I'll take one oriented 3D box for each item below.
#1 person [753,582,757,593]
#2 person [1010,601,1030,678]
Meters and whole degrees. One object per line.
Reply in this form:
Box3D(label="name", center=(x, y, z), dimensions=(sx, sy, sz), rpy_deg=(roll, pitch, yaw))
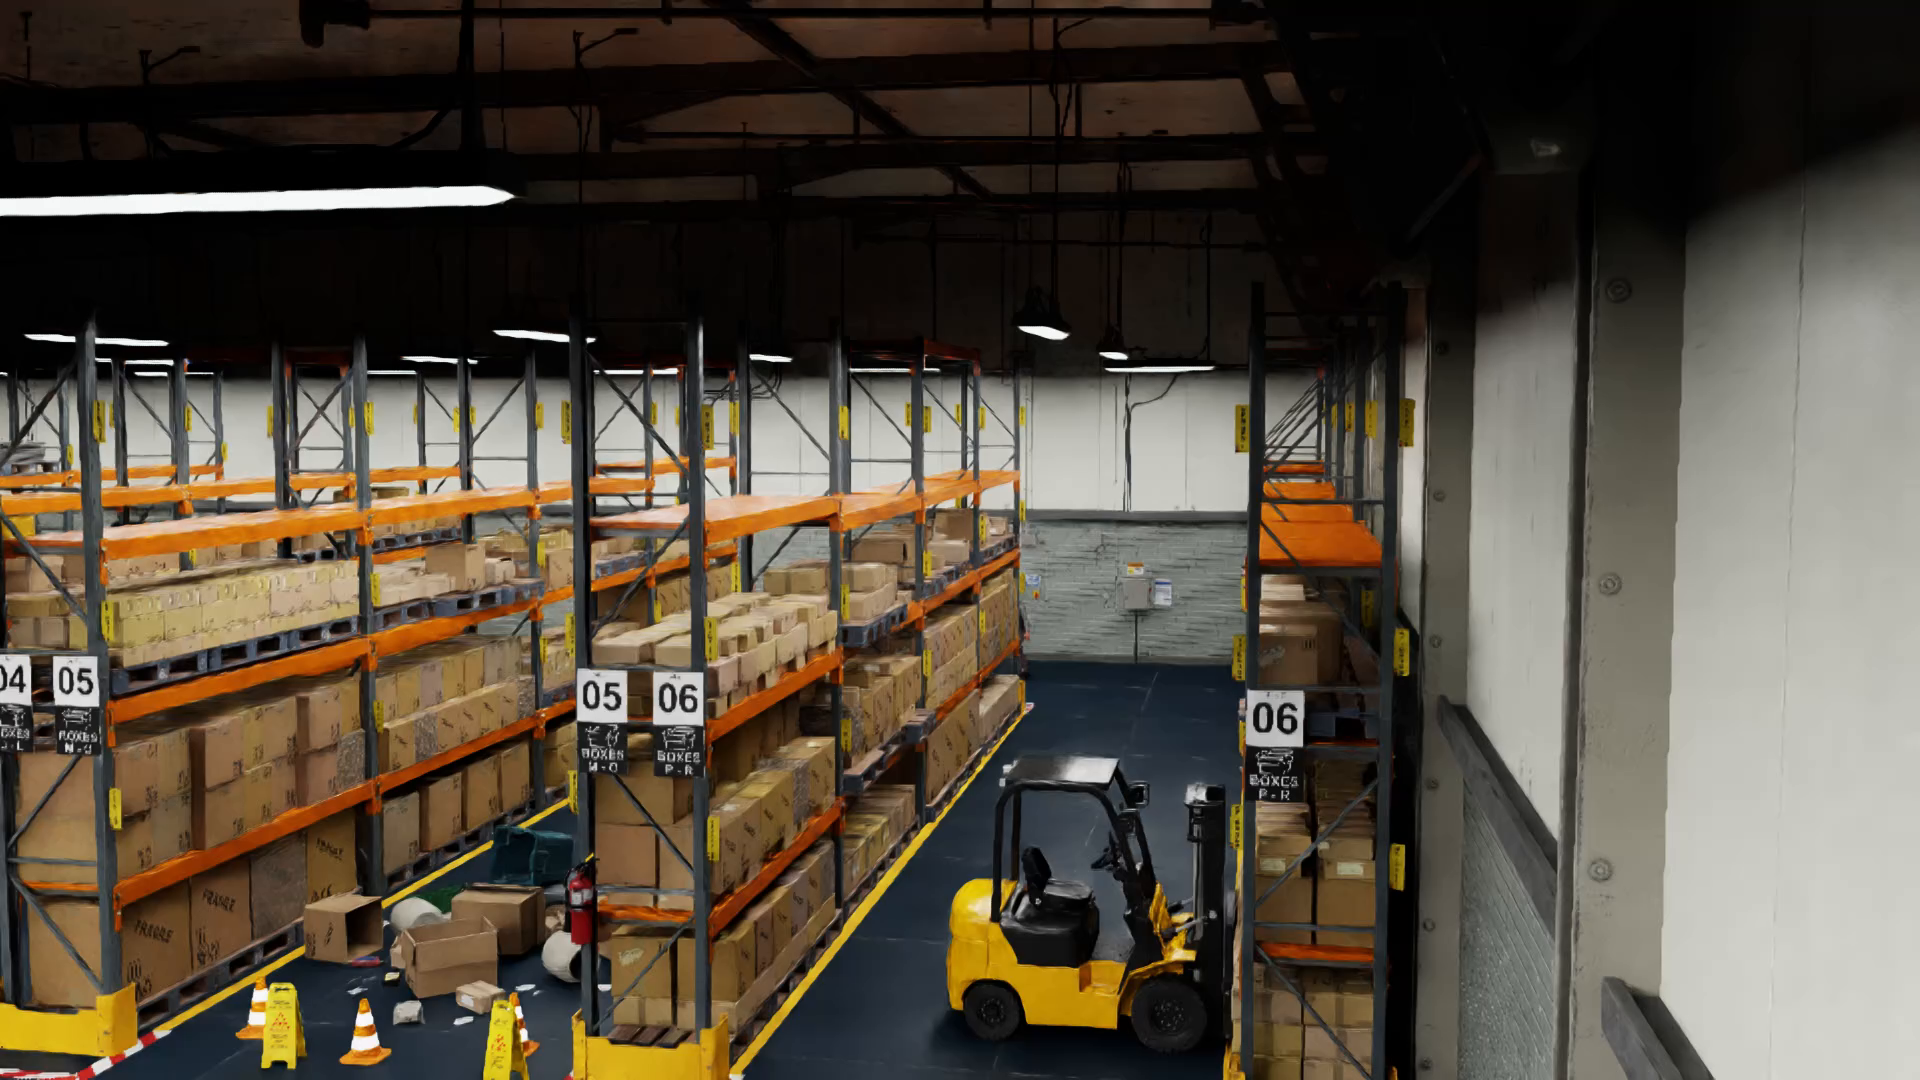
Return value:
Box3D(label="person", center=(-4.055, 1.657, 32.837), dimensions=(0.608, 1.736, 1.019), rpy_deg=(2, 5, 25))
Box3D(label="person", center=(1.087, 1.778, 31.587), dimensions=(0.539, 1.743, 0.626), rpy_deg=(-2, 5, -26))
